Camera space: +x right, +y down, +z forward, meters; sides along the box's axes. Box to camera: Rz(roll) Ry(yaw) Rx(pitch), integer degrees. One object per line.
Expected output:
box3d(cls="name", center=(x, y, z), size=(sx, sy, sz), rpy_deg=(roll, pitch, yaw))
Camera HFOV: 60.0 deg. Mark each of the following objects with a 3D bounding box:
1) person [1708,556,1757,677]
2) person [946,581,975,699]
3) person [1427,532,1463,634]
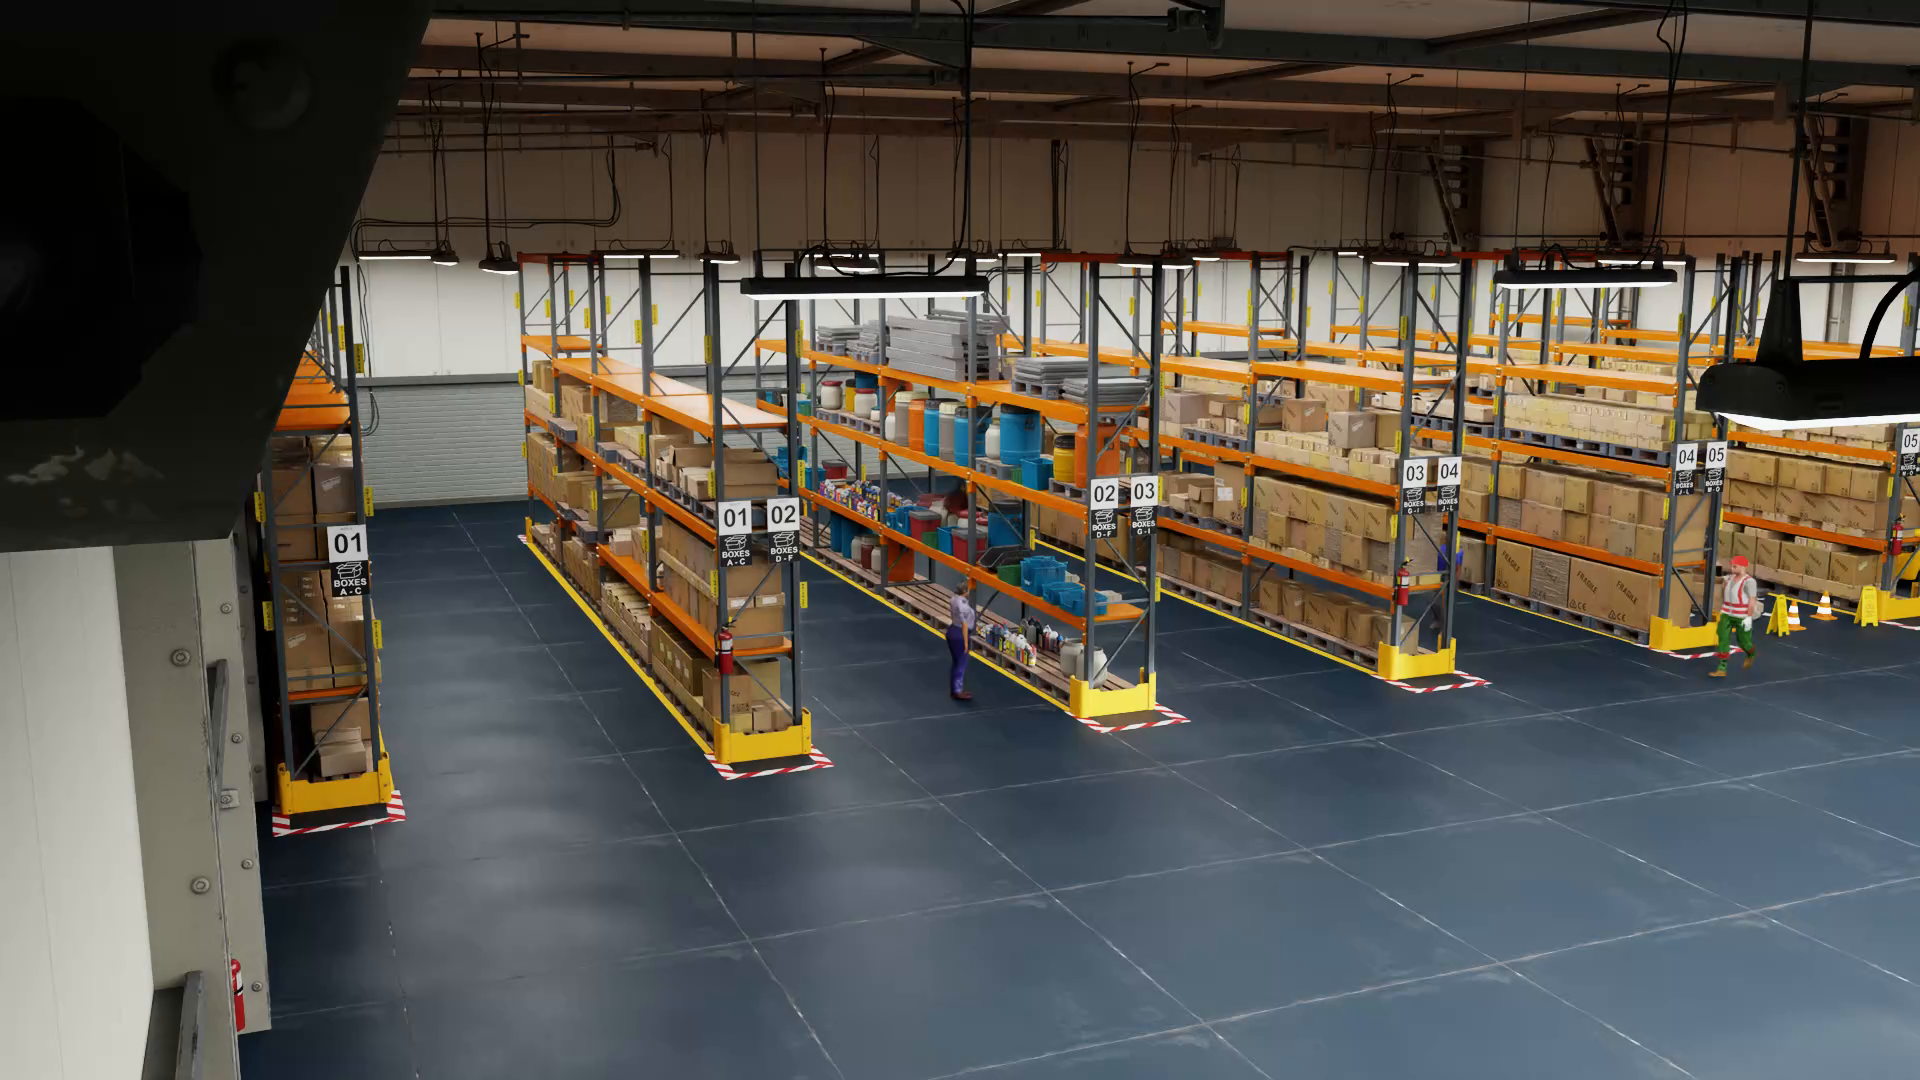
box3d(cls="person", center=(11.304, 1.101, 24.130), size=(0.904, 1.774, 0.496), rpy_deg=(-10, 14, -44))
box3d(cls="person", center=(0.007, 1.377, 22.961), size=(0.362, 1.643, 0.495), rpy_deg=(-3, 11, -17))
box3d(cls="person", center=(7.820, 0.681, 26.808), size=(0.517, 1.666, 0.477), rpy_deg=(8, 13, 36))
